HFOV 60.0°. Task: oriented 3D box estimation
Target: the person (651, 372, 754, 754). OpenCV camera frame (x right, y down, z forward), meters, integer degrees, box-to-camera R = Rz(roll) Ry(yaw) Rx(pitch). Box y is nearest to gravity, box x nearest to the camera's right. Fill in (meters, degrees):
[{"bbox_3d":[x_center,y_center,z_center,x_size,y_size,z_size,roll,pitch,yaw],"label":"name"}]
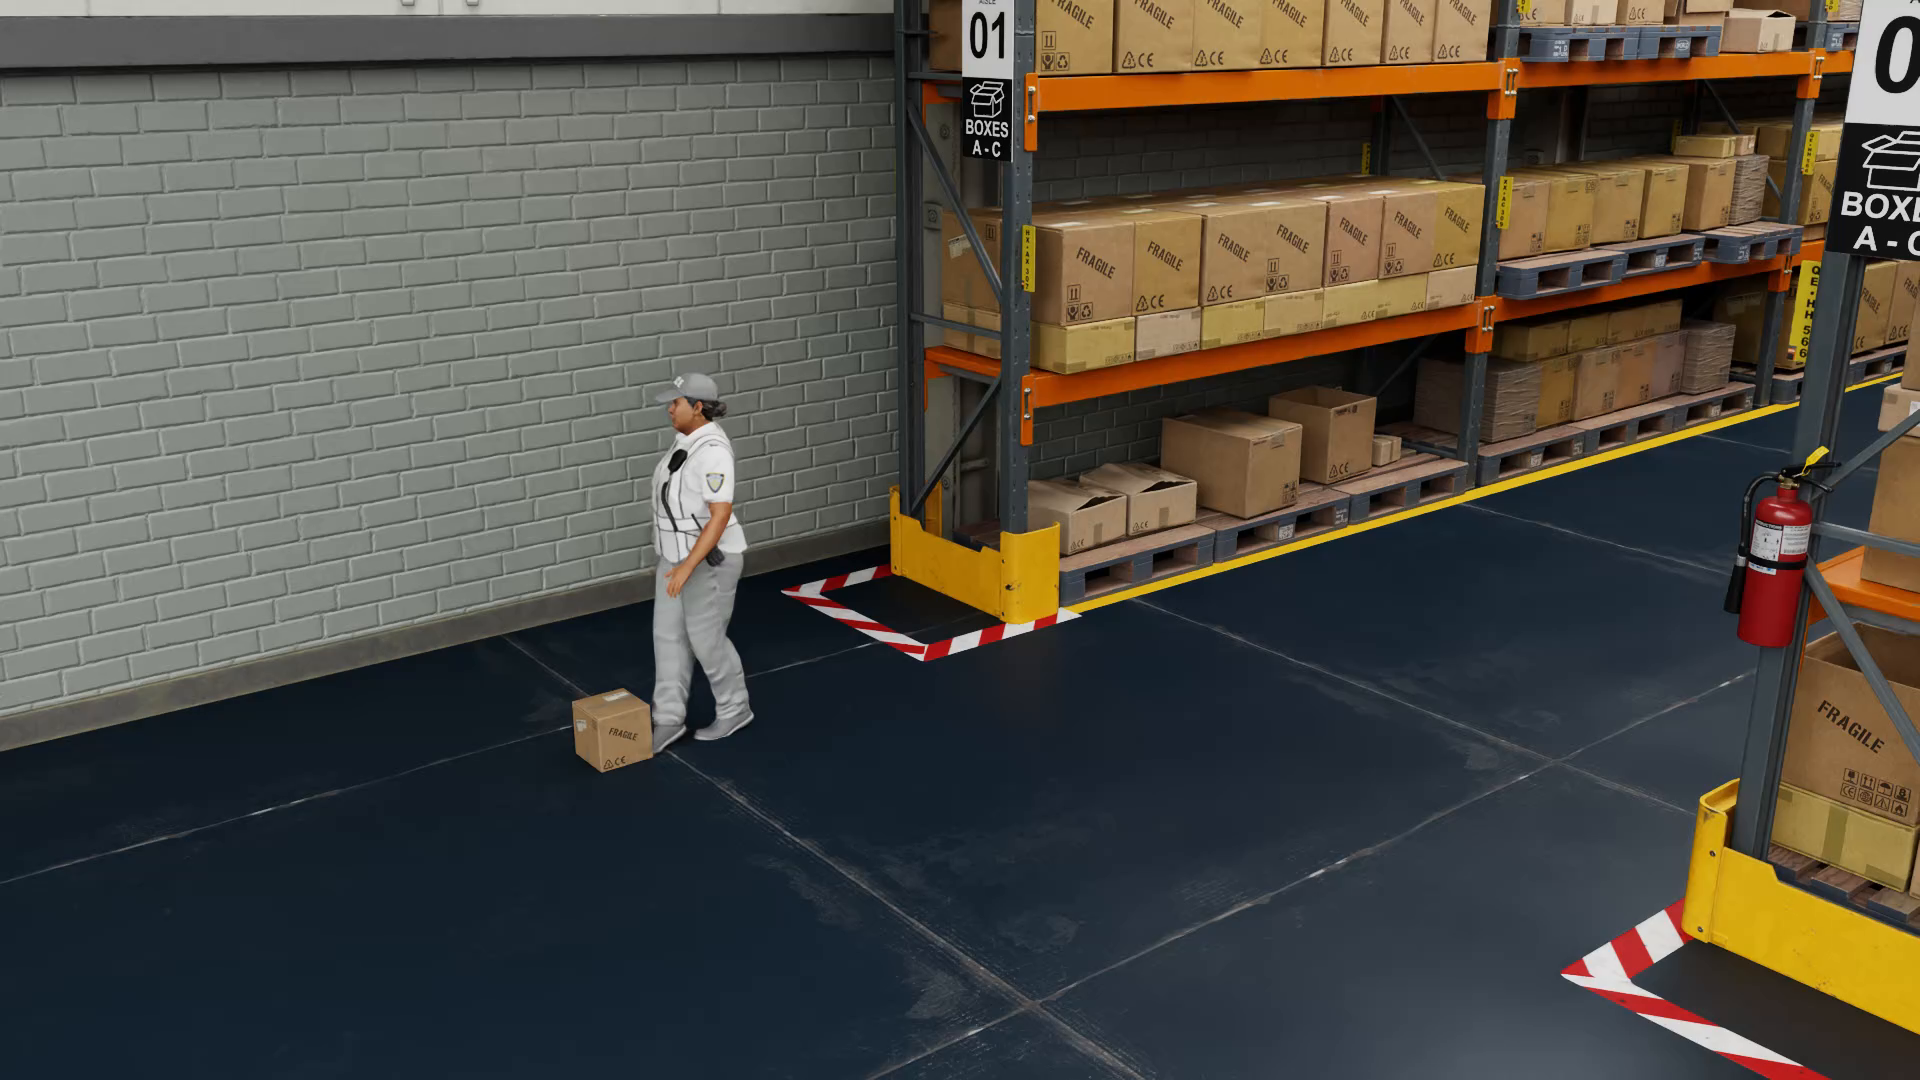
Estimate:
[{"bbox_3d":[-1.240,0.117,7.285,0.616,1.699,0.636,-10,21,-29],"label":"person"}]
